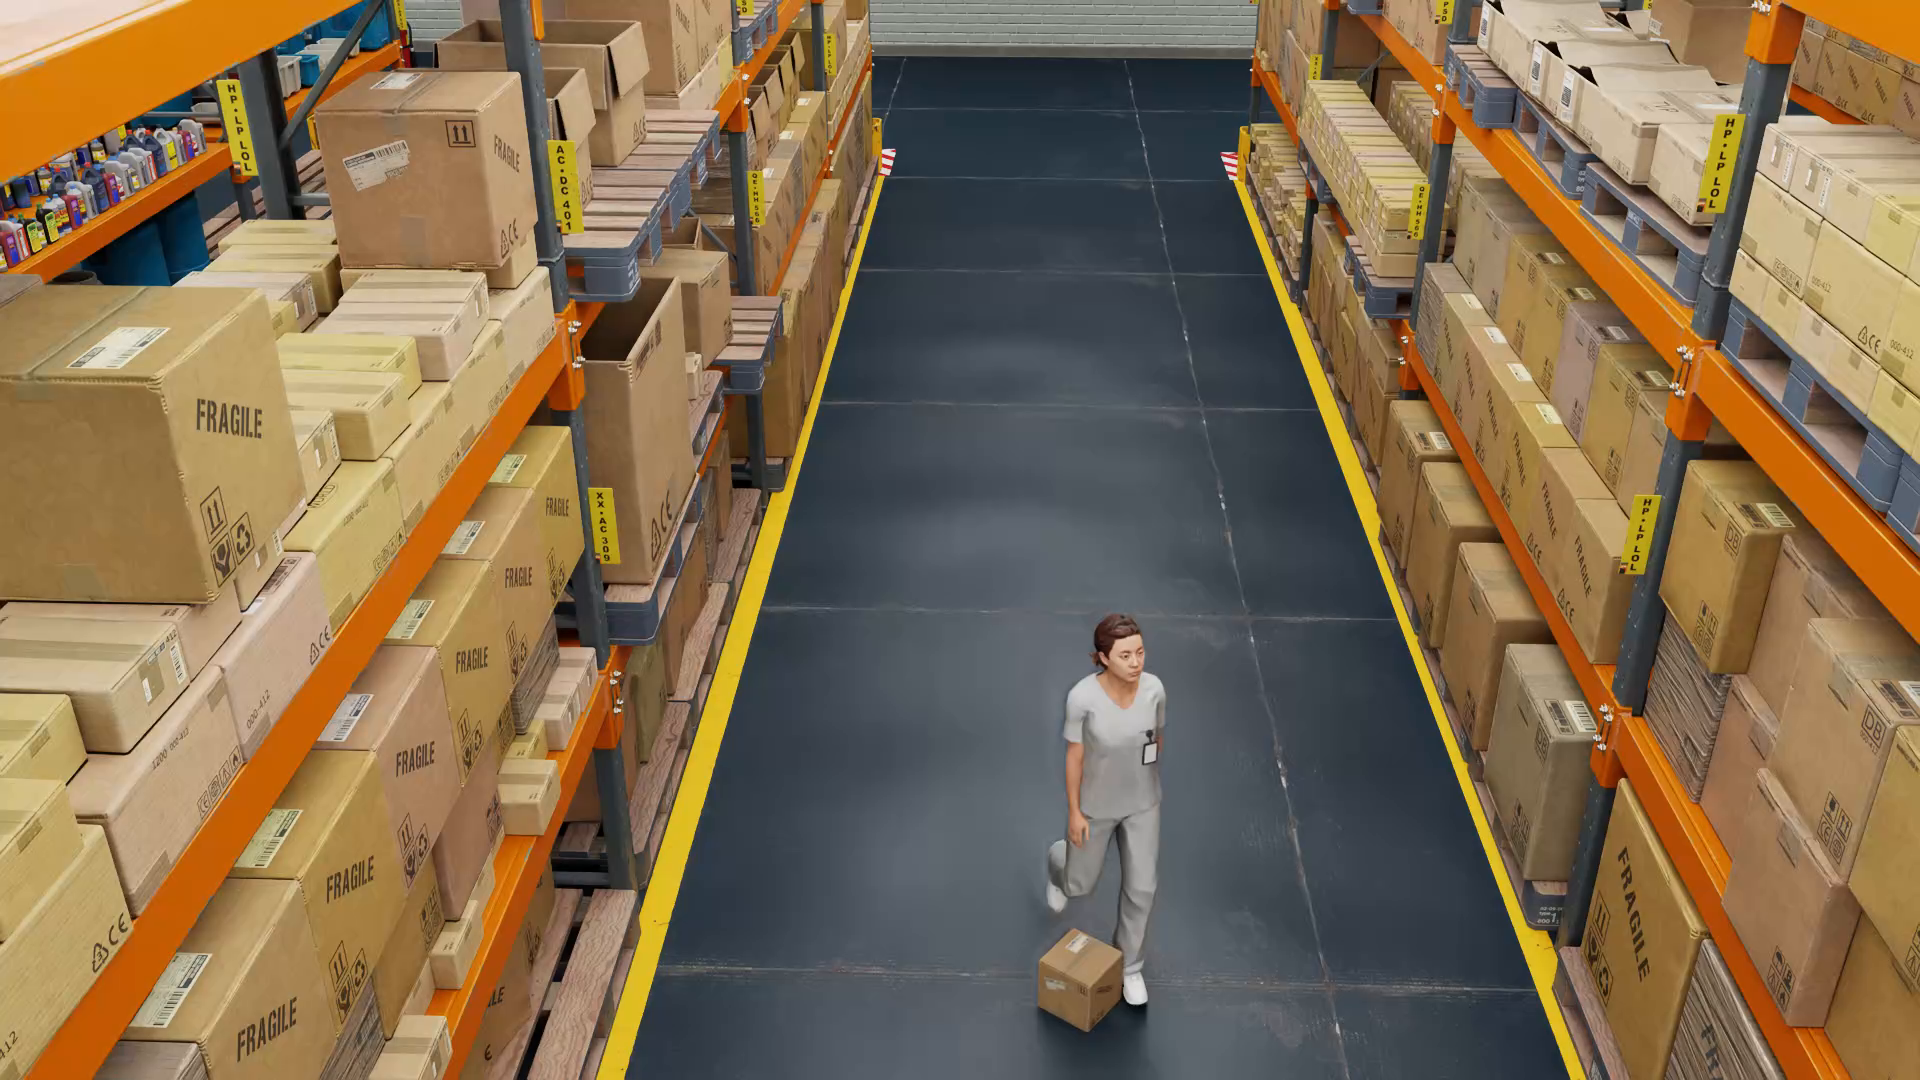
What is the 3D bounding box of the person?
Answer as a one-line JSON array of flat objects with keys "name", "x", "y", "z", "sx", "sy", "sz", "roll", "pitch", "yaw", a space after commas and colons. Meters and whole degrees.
[{"name": "person", "x": 0.606, "y": 1.020, "z": 6.685, "sx": 0.432, "sy": 1.642, "sz": 0.748, "roll": -5, "pitch": 28, "yaw": -9}]
